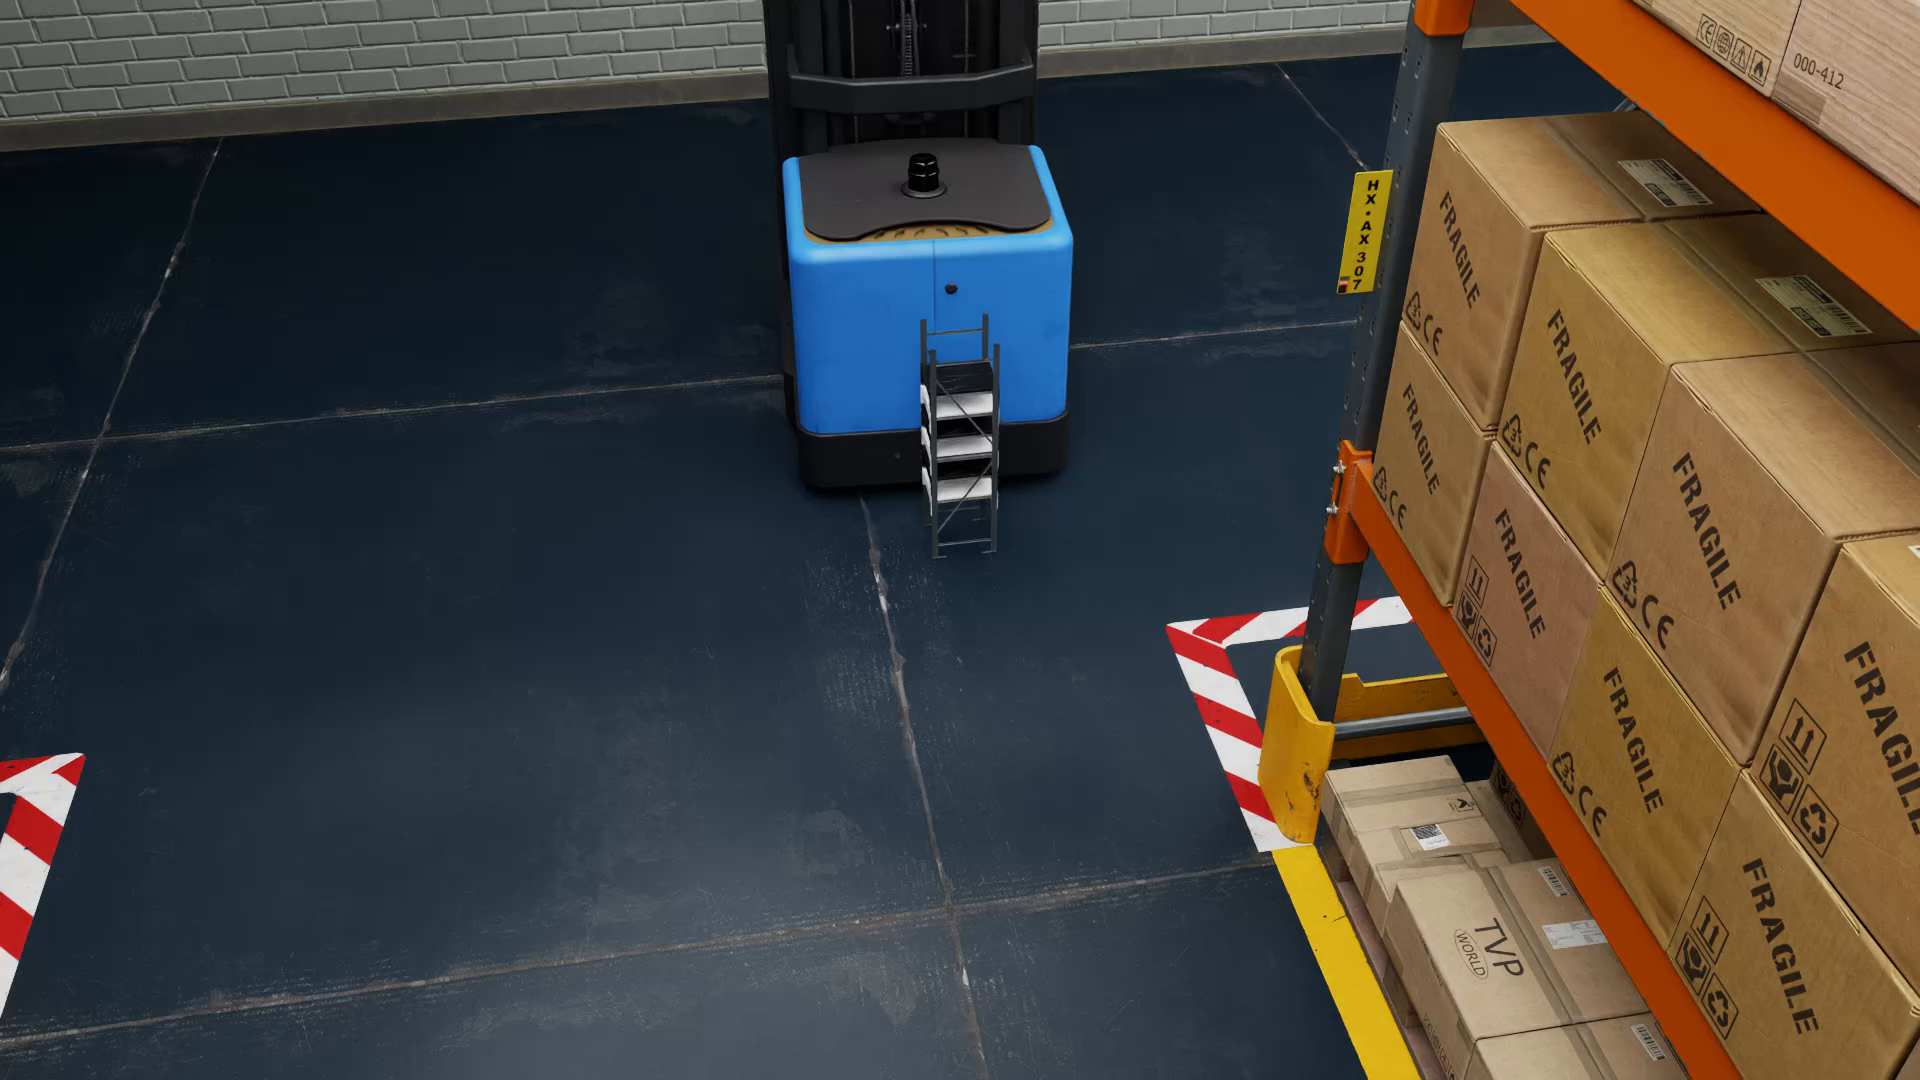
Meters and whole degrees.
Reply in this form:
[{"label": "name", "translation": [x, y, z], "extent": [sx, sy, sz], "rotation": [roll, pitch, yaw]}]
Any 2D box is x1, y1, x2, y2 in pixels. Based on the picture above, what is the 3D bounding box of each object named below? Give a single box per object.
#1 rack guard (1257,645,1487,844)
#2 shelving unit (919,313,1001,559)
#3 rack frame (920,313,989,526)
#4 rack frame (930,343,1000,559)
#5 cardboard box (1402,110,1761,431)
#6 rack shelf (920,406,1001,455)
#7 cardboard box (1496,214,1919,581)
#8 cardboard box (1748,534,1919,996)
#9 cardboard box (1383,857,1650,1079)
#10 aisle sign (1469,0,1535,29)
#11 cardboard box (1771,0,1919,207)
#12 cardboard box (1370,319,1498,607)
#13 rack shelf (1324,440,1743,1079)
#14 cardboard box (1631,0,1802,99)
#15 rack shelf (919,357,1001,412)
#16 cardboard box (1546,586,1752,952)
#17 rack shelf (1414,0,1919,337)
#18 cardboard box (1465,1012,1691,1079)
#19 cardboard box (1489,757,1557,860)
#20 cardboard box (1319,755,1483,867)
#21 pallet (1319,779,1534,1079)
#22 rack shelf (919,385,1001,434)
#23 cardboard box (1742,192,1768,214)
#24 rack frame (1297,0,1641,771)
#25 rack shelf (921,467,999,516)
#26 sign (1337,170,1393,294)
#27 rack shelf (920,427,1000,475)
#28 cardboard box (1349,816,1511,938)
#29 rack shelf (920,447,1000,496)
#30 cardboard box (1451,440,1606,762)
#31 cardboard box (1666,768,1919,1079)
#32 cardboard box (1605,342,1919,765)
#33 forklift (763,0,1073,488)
[{"label": "rack guard", "translation": [1.539, 0.567, 5.113], "extent": [1.175, 0.500, 0.348], "rotation": [-6, 38, -8]}, {"label": "shelving unit", "translation": [-0.001, -0.360, 5.980], "extent": [0.258, 0.900, 0.210], "rotation": [-6, 38, -8]}, {"label": "rack frame", "translation": [-0.019, -0.422, 6.059], "extent": [0.240, 0.900, 0.006], "rotation": [-6, 38, -8]}, {"label": "rack frame", "translation": [0.016, -0.299, 5.901], "extent": [0.240, 0.900, 0.006], "rotation": [-6, 38, -8]}, {"label": "cardboard box", "translation": [1.344, -0.604, 3.686], "extent": [0.500, 0.500, 0.500], "rotation": [-5, 38, -7]}, {"label": "rack shelf", "translation": [-0.001, -0.405, 5.945], "extent": [0.258, 0.077, 0.200], "rotation": [-6, 38, -8]}, {"label": "cardboard box", "translation": [1.443, -0.289, 3.281], "extent": [0.500, 0.500, 0.500], "rotation": [-6, 38, -7]}, {"label": "cardboard box", "translation": [1.616, 0.320, 2.496], "extent": [0.500, 0.500, 0.500], "rotation": [-7, 38, -8]}, {"label": "cardboard box", "translation": [1.429, 1.107, 4.263], "extent": [0.500, 0.250, 0.500], "rotation": [-6, 38, -8]}, {"label": "aisle sign", "translation": [1.225, -1.502, 3.620], "extent": [0.394, 0.787, 0.004], "rotation": [-6, 38, -8]}, {"label": "cardboard box", "translation": [1.530, -0.648, 2.317], "extent": [0.500, 0.250, 0.500], "rotation": [-6, 38, -8]}, {"label": "cardboard box", "translation": [1.344, -0.209, 3.993], "extent": [0.500, 0.500, 0.500], "rotation": [-5, 38, -7]}, {"label": "rack shelf", "translation": [1.876, 1.026, 3.071], "extent": [1.077, 0.370, 4.000], "rotation": [-6, 38, -8]}, {"label": "cardboard box", "translation": [1.440, -0.950, 2.705], "extent": [0.500, 0.250, 0.500], "rotation": [-6, 38, -8]}, {"label": "rack shelf", "translation": [-0.001, -0.547, 5.835], "extent": [0.258, 0.077, 0.200], "rotation": [-6, 38, -8]}, {"label": "cardboard box", "translation": [1.525, 0.405, 3.202], "extent": [0.500, 0.500, 0.500], "rotation": [-6, 38, -8]}, {"label": "rack shelf", "translation": [1.876, -0.158, 2.150], "extent": [1.077, 0.370, 4.000], "rotation": [-6, 38, -8]}, {"label": "cardboard box", "translation": [1.517, 1.409, 3.874], "extent": [0.500, 0.250, 0.500], "rotation": [-6, 38, -8]}, {"label": "cardboard box", "translation": [1.863, 0.649, 4.648], "extent": [0.500, 0.500, 0.500], "rotation": [-6, 38, -8]}, {"label": "cardboard box", "translation": [1.261, 0.776, 4.771], "extent": [0.380, 0.149, 0.250], "rotation": [-6, 38, -8]}, {"label": "pallet", "translation": [1.680, 1.163, 4.582], "extent": [1.003, 0.211, 1.213], "rotation": [-6, 38, -8]}, {"label": "rack shelf", "translation": [-0.001, -0.476, 5.890], "extent": [0.258, 0.077, 0.200], "rotation": [-6, 38, -8]}, {"label": "cardboard box", "translation": [1.874, -0.661, 3.759], "extent": [0.500, 0.500, 0.500], "rotation": [-7, 38, -8]}, {"label": "rack frame", "translation": [1.526, -0.466, 4.405], "extent": [1.000, 3.000, 0.127], "rotation": [-6, 38, -8]}, {"label": "rack shelf", "translation": [-0.001, -0.192, 6.111], "extent": [0.258, 0.077, 0.200], "rotation": [-6, 38, -8]}, {"label": "sign", "translation": [0.991, -0.749, 4.064], "extent": [0.100, 0.325, 0.005], "rotation": [-6, 38, -8]}, {"label": "rack shelf", "translation": [-0.001, -0.334, 6.001], "extent": [0.258, 0.077, 0.200], "rotation": [-6, 38, -8]}, {"label": "cardboard box", "translation": [1.305, 0.920, 4.572], "extent": [0.380, 0.166, 0.250], "rotation": [-6, 38, -8]}, {"label": "rack shelf", "translation": [-0.001, -0.263, 6.056], "extent": [0.258, 0.077, 0.200], "rotation": [-6, 38, -8]}, {"label": "cardboard box", "translation": [1.440, 0.102, 3.592], "extent": [0.500, 0.500, 0.500], "rotation": [-7, 38, -8]}, {"label": "cardboard box", "translation": [1.611, 0.708, 2.813], "extent": [0.500, 0.500, 0.500], "rotation": [-6, 38, -7]}, {"label": "cardboard box", "translation": [1.526, 0.014, 2.891], "extent": [0.500, 0.500, 0.500], "rotation": [-6, 38, -7]}, {"label": "forklift", "translation": [-0.262, -2.253, 6.761], "extent": [1.130, 2.935, 3.031], "rotation": [-4, 38, -5]}]
